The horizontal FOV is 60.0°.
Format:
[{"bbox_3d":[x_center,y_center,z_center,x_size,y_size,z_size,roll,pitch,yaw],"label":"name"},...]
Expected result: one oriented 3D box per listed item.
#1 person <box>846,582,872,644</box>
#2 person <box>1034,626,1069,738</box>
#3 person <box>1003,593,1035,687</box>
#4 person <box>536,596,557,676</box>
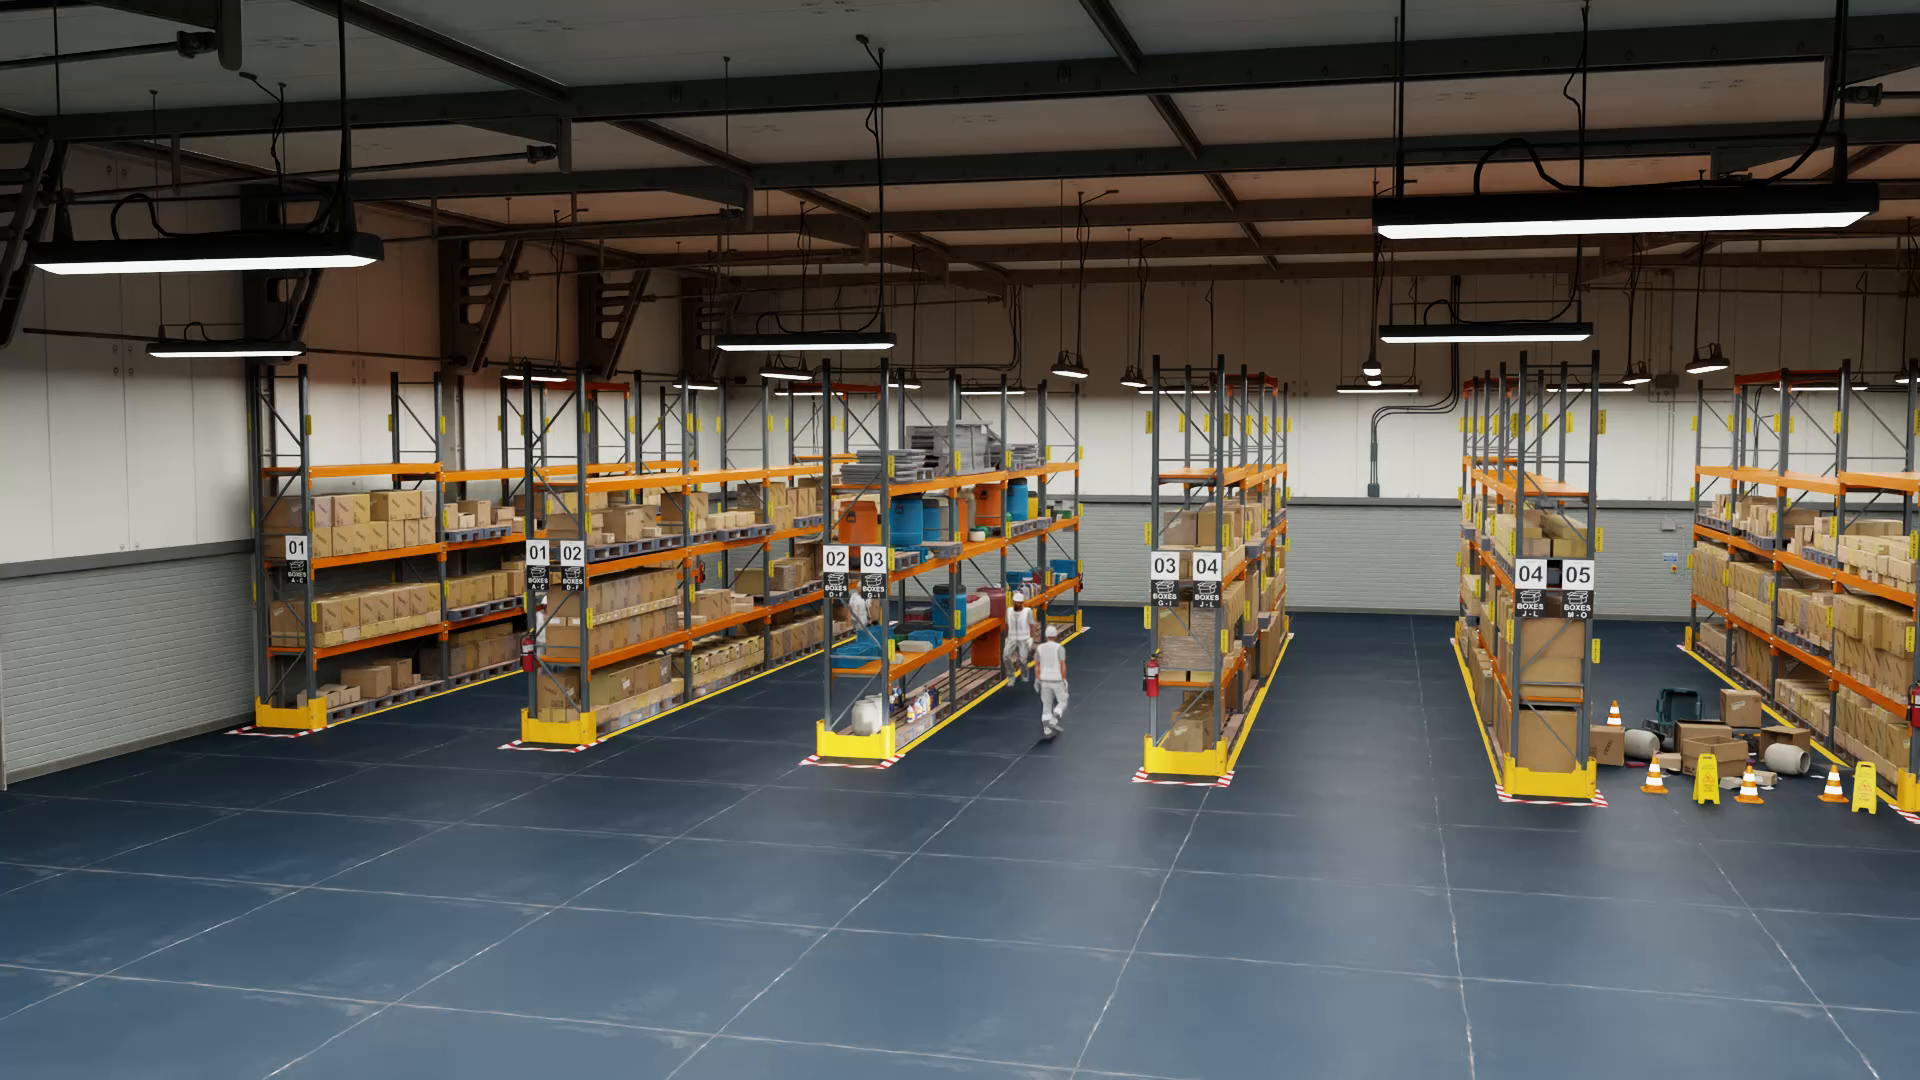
[{"bbox_3d":[-2.176,1.698,35.807,0.500,1.586,1.008,1,4,19],"label":"person"},{"bbox_3d":[1.440,2.270,26.642,0.565,1.781,0.493,2,4,27],"label":"person"},{"bbox_3d":[1.078,1.812,30.465,0.595,1.703,0.568,1,4,18],"label":"person"},{"bbox_3d":[-7.867,1.927,31.695,0.555,1.726,0.941,-1,4,-11],"label":"person"}]
